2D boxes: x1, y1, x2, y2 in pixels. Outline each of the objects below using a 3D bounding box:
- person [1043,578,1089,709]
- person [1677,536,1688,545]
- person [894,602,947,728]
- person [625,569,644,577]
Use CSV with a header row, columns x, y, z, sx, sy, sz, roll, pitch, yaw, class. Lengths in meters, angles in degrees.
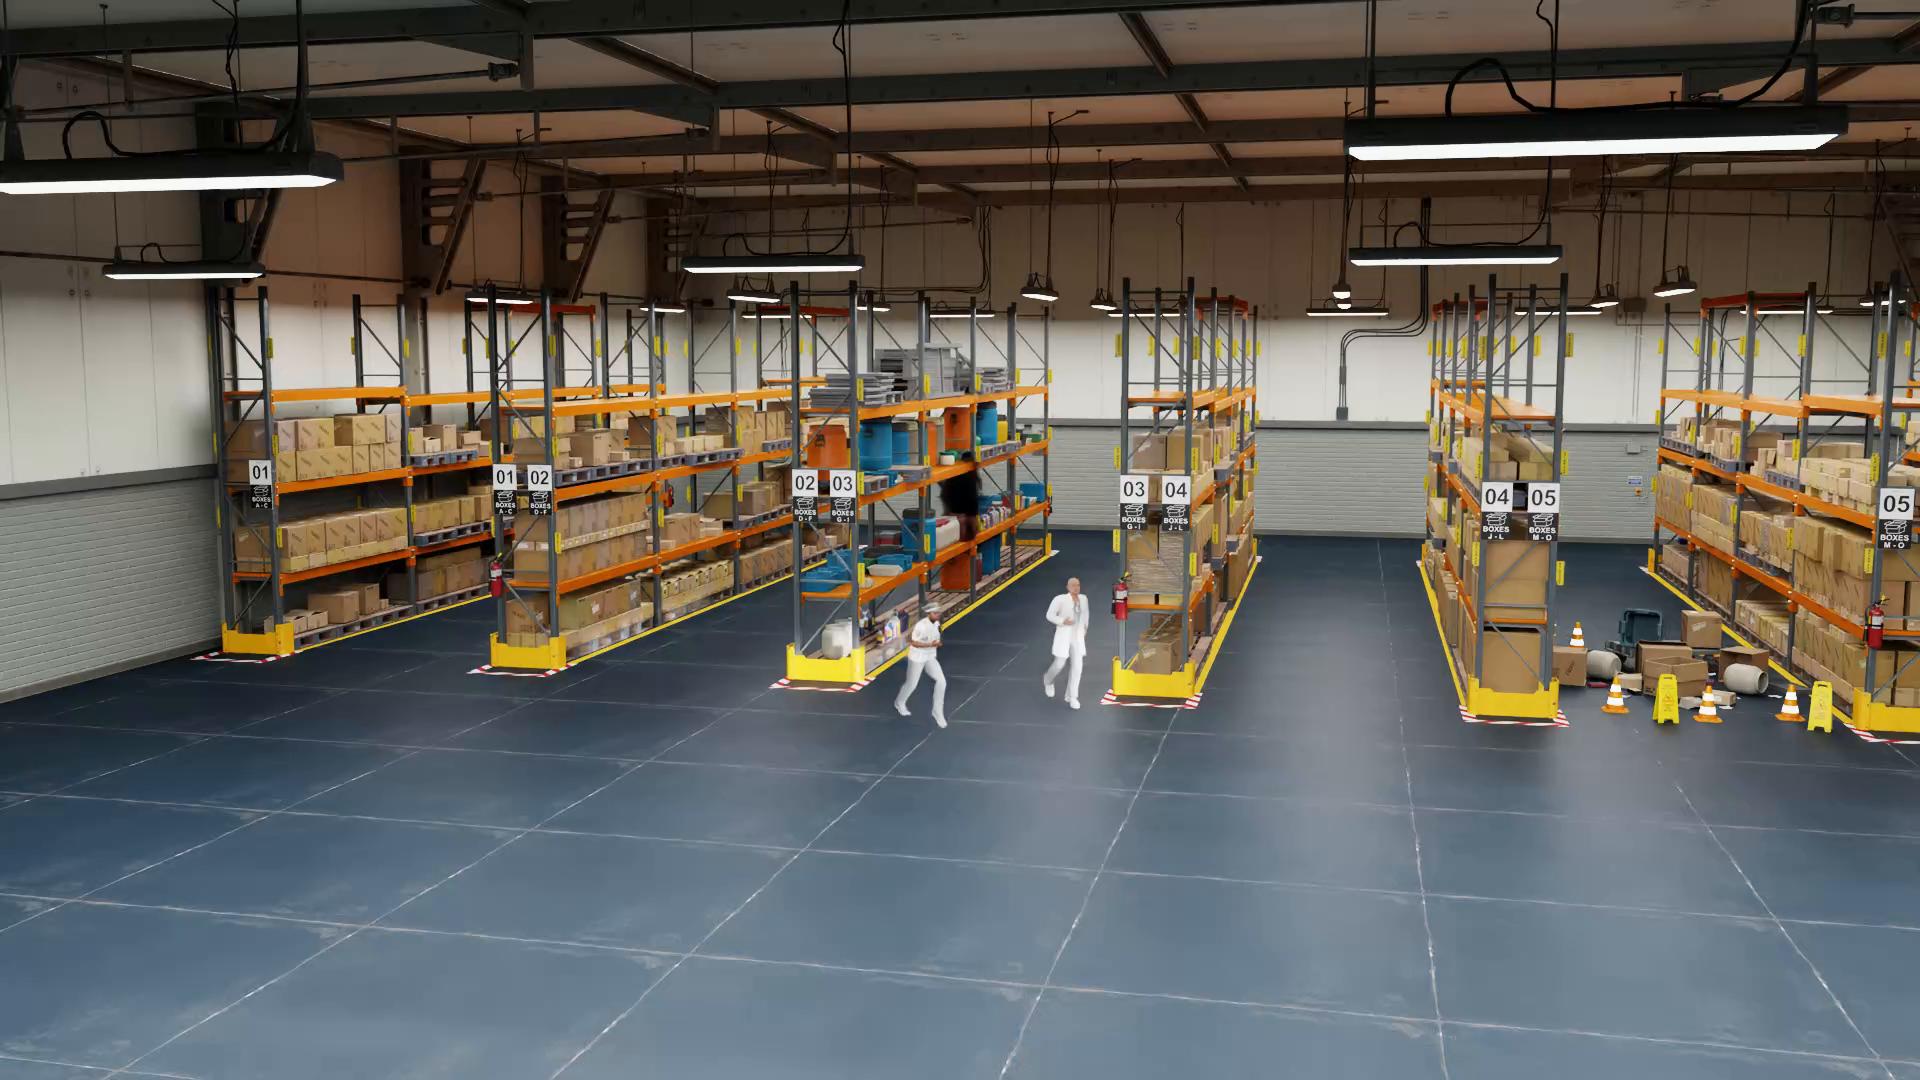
x,y,z,sx,sy,sz,roll,pitch,yaw,class
1.551,1.421,23.556,0.718,1.795,0.975,-2,7,-19,person
16.785,-0.174,38.167,0.632,1.717,0.606,6,9,44,person
-0.543,1.636,22.287,0.573,1.698,0.932,-6,9,-42,person
-6.685,0.215,34.087,0.681,1.779,0.821,1,7,13,person
